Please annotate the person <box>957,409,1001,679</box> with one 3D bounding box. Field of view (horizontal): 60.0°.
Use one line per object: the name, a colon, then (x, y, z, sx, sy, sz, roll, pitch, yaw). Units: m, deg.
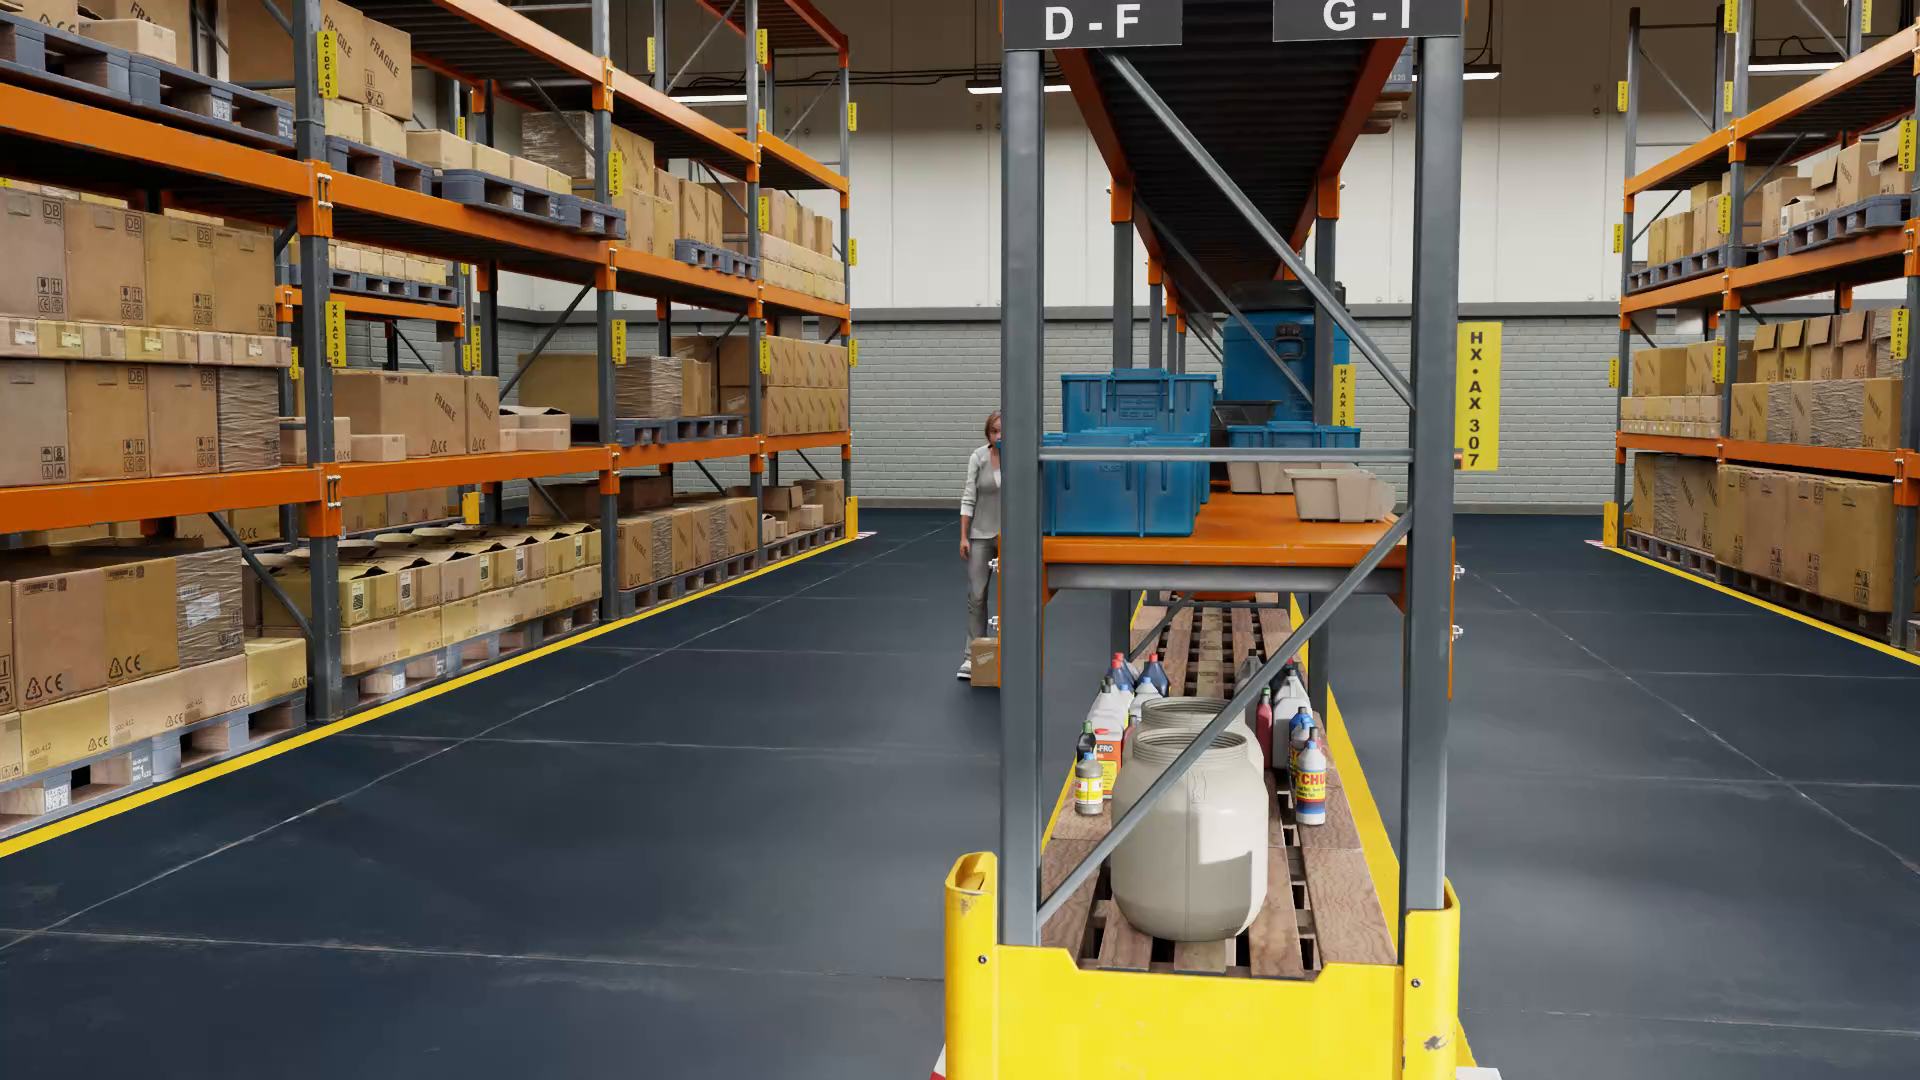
person: (0.228, 0.022, 9.859, 0.472, 1.593, 0.350, 1, 5, 8)
